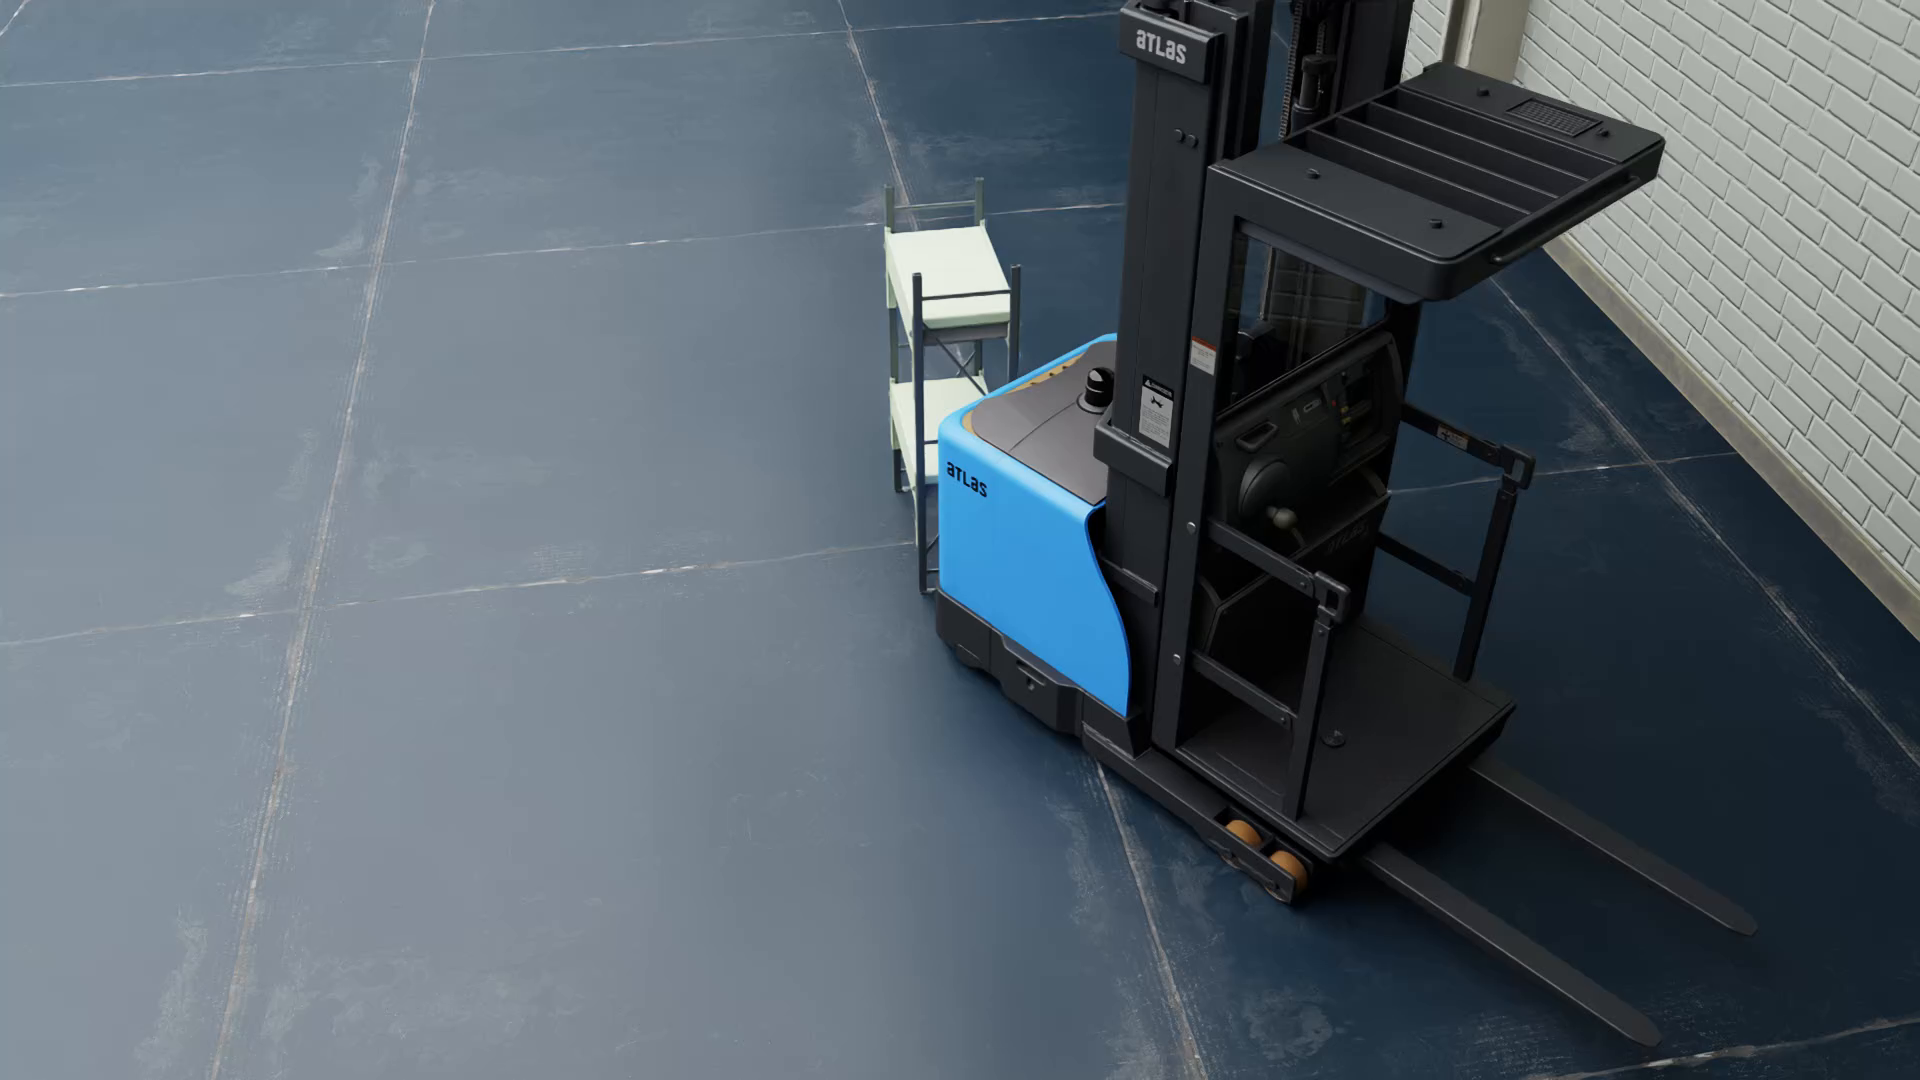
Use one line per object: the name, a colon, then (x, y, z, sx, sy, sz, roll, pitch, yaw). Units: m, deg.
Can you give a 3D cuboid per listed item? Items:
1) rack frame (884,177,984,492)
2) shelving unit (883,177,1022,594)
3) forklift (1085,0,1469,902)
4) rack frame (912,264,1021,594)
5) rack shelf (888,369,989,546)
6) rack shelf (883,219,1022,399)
rack frame: (-0.103, -0.837, 7.105, 0.400, 1.500, 0.023, -6, 38, -8)
shelving unit: (-0.039, -0.616, 6.820, 0.431, 1.500, 0.755, -6, 38, -8)
forklift: (1.272, -0.287, 5.230, 1.121, 2.935, 3.031, -30, 47, -33)
rack frame: (0.024, -0.395, 6.535, 0.400, 1.500, 0.023, -6, 38, -8)
rack shelf: (-0.039, -0.358, 7.020, 0.431, 0.370, 0.720, -6, 38, -8)
rack shelf: (-0.039, -0.924, 6.581, 0.431, 0.370, 0.720, -6, 38, -8)
